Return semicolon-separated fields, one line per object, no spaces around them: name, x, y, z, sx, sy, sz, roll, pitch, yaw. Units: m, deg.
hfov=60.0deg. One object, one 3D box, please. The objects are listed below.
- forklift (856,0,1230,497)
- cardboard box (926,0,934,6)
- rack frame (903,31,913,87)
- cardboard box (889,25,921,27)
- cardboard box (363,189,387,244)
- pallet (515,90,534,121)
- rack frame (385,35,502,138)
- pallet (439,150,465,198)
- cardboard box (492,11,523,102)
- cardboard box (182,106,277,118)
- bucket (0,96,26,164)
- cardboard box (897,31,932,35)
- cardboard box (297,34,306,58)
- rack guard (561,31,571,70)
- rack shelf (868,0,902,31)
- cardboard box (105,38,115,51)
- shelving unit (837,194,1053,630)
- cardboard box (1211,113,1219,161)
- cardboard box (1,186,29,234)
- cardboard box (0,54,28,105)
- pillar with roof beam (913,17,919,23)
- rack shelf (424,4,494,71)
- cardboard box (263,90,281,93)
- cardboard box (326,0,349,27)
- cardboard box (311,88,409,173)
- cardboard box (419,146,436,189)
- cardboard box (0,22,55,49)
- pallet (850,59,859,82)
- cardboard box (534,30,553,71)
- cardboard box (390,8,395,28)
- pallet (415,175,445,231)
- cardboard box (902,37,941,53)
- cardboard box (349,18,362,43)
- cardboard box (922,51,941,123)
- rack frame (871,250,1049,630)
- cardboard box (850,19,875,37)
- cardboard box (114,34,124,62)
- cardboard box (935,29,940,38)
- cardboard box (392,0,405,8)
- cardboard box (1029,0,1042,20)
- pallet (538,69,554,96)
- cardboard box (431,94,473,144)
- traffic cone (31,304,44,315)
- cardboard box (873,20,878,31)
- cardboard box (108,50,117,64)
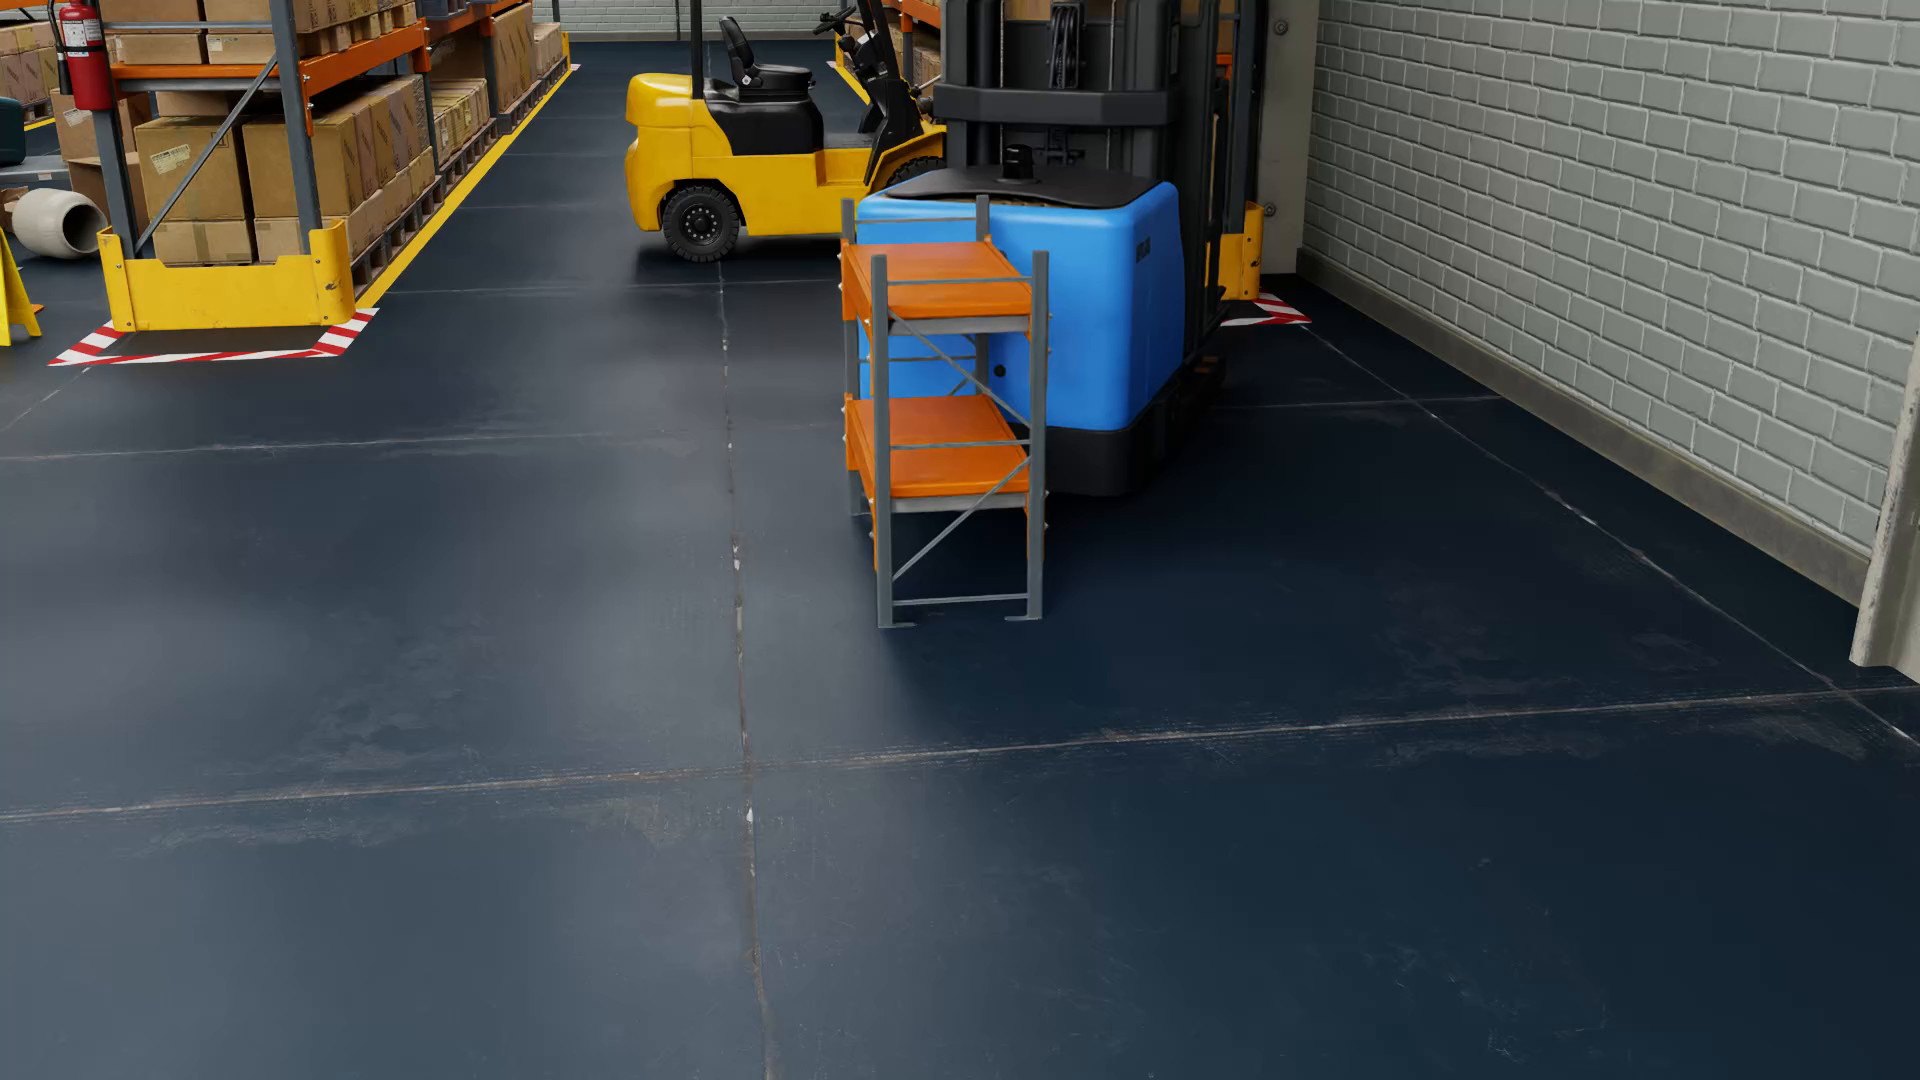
forklift;0.565;-2.010;6.908;1.130;2.935;3.031;7;21;17
cardboard box;-0.022;-4.795;14.482;0.500;0.250;0.500;-2;21;-6
rack frame;-0.066;-5.563;16.324;1.000;3.000;0.127;-3;21;-8
cardboard box;-0.638;-5.777;18.943;0.380;0.149;0.250;-3;21;-8
cardboard box;-3.733;-1.921;9.901;0.500;0.250;0.500;-2;21;-6
pallet;-5.189;-4.704;18.008;1.003;0.211;1.213;-3;21;-8
rack frame;-4.977;-5.312;15.651;1.000;3.000;0.127;-3;21;-8
pallet;-4.515;-2.890;13.152;1.003;0.211;1.213;-3;21;-8
cardboard box;-5.119;-5.065;17.428;0.875;0.875;0.875;-3;21;-7
cardboard box;-4.276;-2.246;9.702;0.500;0.500;0.500;-2;21;-6
bucket;-6.984;-2.890;11.672;0.726;0.611;0.620;4;11;11
cardboard box;-0.482;-5.417;17.979;0.380;0.149;0.250;-3;21;-9
cardboard box;-3.719;-2.639;8.853;0.380;0.149;0.250;-3;21;-7
rack guard;-6.134;-6.919;23.526;1.175;0.500;0.348;-3;21;-8
rack shelf;-0.354;-5.919;18.304;1.077;0.370;4.000;-3;21;-8
cardboard box;-10.409;-5.954;19.995;0.380;0.149;0.250;-3;21;-9
shelving unit;-0.074;-0.451;5.315;0.538;1.125;1.048;-3;21;-8
cardboard box;1.205;-2.346;9.612;0.500;0.250;0.500;-3;21;-9
cardboard box;-6.407;-2.256;11.376;0.396;0.266;0.258;17;27;39
cardboard box;-9.865;-4.662;16.883;0.500;0.500;0.500;-3;21;-9
pillar with roof beam;-4.976;-11.905;24.731;9.100;9.000;0.400;-3;21;-8
rack shelf;-4.689;-4.282;13.922;1.077;0.370;4.000;-3;21;-8
cardboard box;-4.507;-2.955;10.673;0.380;0.149;0.250;-2;21;-5
cardboard box;-3.696;-3.085;9.121;0.500;0.500;0.500;-2;21;-6
cardboard box;-3.900;-2.643;10.763;0.500;0.500;0.500;-2;21;-5
cardboard box;-4.050;-2.644;11.838;0.500;0.250;0.500;-2;21;-5
cardboard box;-10.019;-5.365;17.695;0.500;0.250;0.500;-2;21;-5
pallet;-0.920;-6.303;22.290;1.003;0.211;1.213;-3;21;-8
cardboard box;-5.668;-6.226;21.160;0.875;0.438;0.875;-4;21;-9
cardboard box;-4.050;-3.533;11.247;0.380;0.149;0.250;-3;21;-7
pallet;-4.269;-2.390;11.813;1.003;0.211;1.213;-3;21;-8
cardboard box;-0.388;-5.051;16.998;0.380;0.149;0.250;-4;21;-10
cardboard box;-3.845;-3.094;10.072;0.380;0.149;0.250;-3;21;-9
cardboard box;0.112;-4.205;15.482;0.875;0.625;0.625;-2;21;-6
rack frame;0.001;-0.275;4.844;0.500;1.125;0.032;-3;21;-8
cardboard box;-1.140;-6.844;22.727;0.700;0.500;0.500;-2;21;-6
cardboard box;-4.236;-2.625;8.816;0.380;0.149;0.250;-3;21;-8
cardboard box;-0.072;-5.534;18.292;0.380;0.149;0.250;-3;21;-7
cardboard box;-4.010;-3.794;11.018;0.500;0.500;0.500;-2;21;-6
cardboard box;0.691;-3.178;9.794;0.500;0.500;0.500;-2;21;-6
pallet;-5.586;-5.657;20.562;1.003;0.211;1.213;-3;21;-8
cardboard box;-4.688;-3.563;14.125;0.950;0.372;0.625;-2;21;-6
traffic cone;-5.163;-1.437;8.903;0.336;0.463;0.334;-3;21;-8
cardboard box;-0.854;-6.140;19.914;0.380;0.149;0.250;-2;21;-5
cardboard box;-10.406;-5.813;20.043;0.380;0.149;0.250;-4;21;-11
